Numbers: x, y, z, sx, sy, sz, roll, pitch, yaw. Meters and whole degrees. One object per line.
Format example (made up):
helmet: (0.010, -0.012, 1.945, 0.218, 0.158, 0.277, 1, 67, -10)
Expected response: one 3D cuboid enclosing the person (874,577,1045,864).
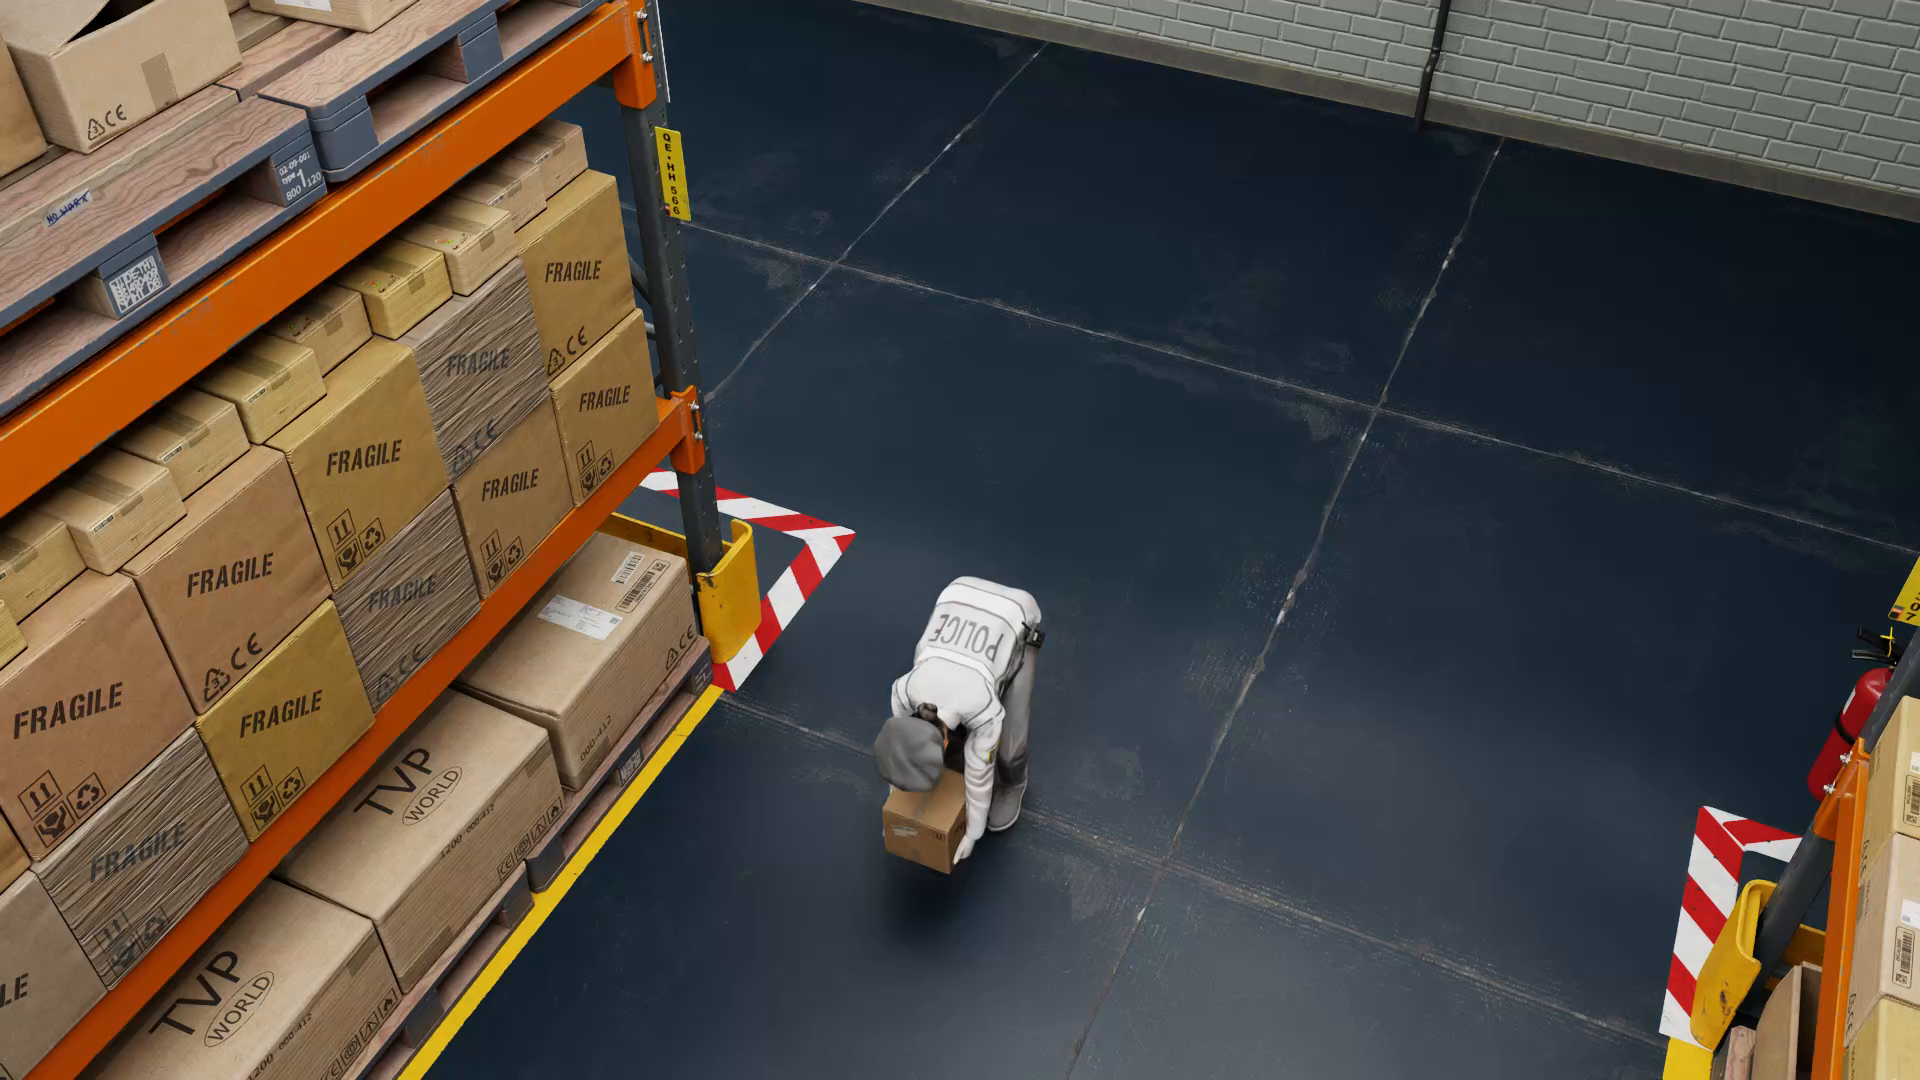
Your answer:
person: (-0.014, 0.722, 5.850, 0.429, 1.014, 0.921, 16, 45, 17)
